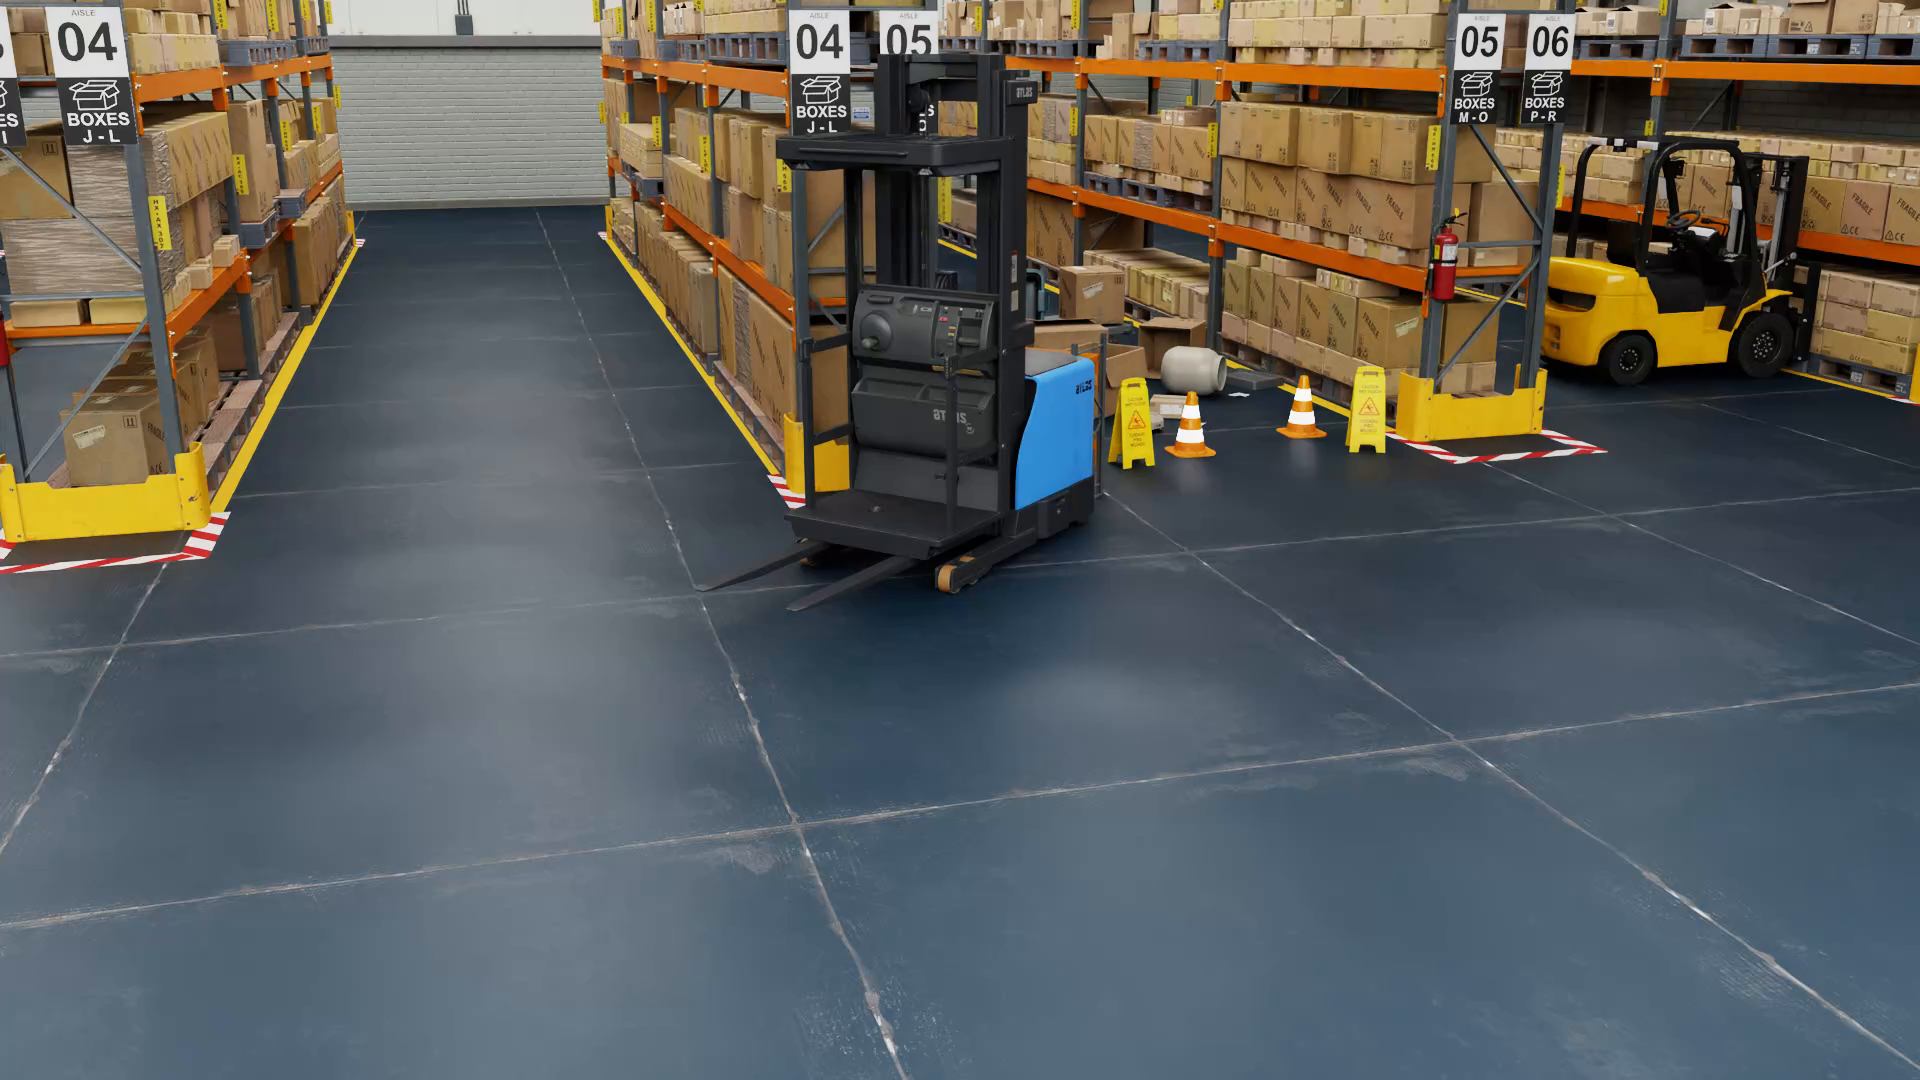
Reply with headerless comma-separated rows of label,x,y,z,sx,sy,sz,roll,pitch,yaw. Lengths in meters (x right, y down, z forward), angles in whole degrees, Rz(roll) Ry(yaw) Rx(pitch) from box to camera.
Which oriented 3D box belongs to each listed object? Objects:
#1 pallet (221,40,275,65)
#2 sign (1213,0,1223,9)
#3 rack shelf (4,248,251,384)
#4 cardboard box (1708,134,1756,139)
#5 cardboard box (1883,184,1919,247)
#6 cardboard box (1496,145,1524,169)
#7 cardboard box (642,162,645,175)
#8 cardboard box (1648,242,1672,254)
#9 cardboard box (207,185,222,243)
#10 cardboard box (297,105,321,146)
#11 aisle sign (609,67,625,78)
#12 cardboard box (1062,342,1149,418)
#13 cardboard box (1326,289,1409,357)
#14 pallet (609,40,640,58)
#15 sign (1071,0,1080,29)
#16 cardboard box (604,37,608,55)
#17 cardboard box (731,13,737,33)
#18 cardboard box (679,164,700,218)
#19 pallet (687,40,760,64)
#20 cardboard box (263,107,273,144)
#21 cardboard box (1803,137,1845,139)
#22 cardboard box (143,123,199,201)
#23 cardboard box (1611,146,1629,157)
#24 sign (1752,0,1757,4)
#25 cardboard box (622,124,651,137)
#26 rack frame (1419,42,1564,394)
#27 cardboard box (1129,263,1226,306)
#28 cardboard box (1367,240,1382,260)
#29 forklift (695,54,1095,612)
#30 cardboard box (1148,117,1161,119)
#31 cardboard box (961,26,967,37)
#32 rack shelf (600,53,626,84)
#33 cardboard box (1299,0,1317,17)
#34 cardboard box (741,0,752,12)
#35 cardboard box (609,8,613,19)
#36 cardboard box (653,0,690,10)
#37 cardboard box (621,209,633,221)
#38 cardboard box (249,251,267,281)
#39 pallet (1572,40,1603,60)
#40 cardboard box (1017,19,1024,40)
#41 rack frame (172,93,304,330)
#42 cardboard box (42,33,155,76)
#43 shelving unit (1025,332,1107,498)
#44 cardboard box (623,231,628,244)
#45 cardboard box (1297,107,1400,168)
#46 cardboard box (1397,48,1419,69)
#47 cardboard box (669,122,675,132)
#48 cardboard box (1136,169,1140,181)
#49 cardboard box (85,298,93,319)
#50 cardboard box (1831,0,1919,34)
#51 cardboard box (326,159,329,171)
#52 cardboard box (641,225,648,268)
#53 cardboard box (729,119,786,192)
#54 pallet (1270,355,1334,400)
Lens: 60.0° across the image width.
pallet,-6.895,-4.408,15.025,1.213,0.211,1.003,-5,17,-15
sign,2.456,-5.207,15.775,0.100,0.325,0.005,-5,17,-15
rack shelf,-5.990,-1.698,12.140,1.077,0.370,4.000,-5,17,-15
cardboard box,7.800,-4.027,16.825,0.380,0.149,0.250,-5,17,-16
cardboard box,8.472,-2.829,14.483,0.500,0.500,0.500,-5,17,-16
cardboard box,6.811,-4.620,20.009,0.500,0.250,0.500,-5,17,-17
cardboard box,-3.486,-4.316,19.313,0.380,0.149,0.250,-5,17,-15
cardboard box,7.591,-2.977,17.460,0.500,0.250,0.500,-5,17,-16
cardboard box,-6.476,-2.656,13.391,0.875,0.500,0.500,-5,17,-15
cardboard box,-8.624,-5.391,21.625,0.500,0.500,0.500,-5,17,-15
aisle sign,-5.349,-7.521,25.756,0.394,0.787,0.004,-5,17,-15
cardboard box,1.171,-1.363,14.114,0.637,0.503,0.797,11,20,32
cardboard box,3.470,-1.861,14.180,0.500,0.500,0.500,-4,17,-13
pallet,-3.874,-6.340,21.457,1.213,0.211,1.003,-5,17,-15
sign,1.353,-6.166,19.515,0.100,0.325,0.005,-5,17,-15
cardboard box,-5.023,-7.353,24.765,0.500,0.250,0.500,-4,17,-13
cardboard box,-1.552,-3.977,12.796,0.380,0.149,0.250,-4,17,-15
cardboard box,-2.563,-3.551,16.884,0.500,0.500,0.500,-5,17,-16
pallet,-2.042,-4.554,15.518,0.805,0.209,1.217,-5,18,-17
cardboard box,-7.824,-4.434,18.081,0.797,0.503,0.637,-4,17,-13
cardboard box,8.459,-3.852,16.244,0.380,0.149,0.250,-5,17,-16
cardboard box,-5.599,-2.609,11.495,0.500,0.500,0.500,-5,17,-15
cardboard box,7.364,-4.278,18.178,0.380,0.149,0.250,-5,17,-16
sign,8.293,-5.539,17.427,0.100,0.325,0.005,-5,17,-15
cardboard box,-4.193,-5.316,21.609,0.380,0.149,0.250,-4,17,-14
rack frame,4.088,-2.273,12.804,1.000,3.000,0.127,-5,17,-15
cardboard box,2.449,-2.857,18.588,0.950,0.372,0.625,-4,17,-13
cardboard box,3.553,-2.373,13.574,0.380,0.149,0.250,-5,17,-16
forklift,-0.329,-1.250,9.519,1.130,2.935,3.031,10,19,30
cardboard box,2.434,-4.631,19.234,0.500,0.500,0.500,-5,17,-16
cardboard box,0.234,-7.382,24.131,0.380,0.149,0.250,-4,17,-14
rack shelf,-4.491,-6.818,23.972,1.077,0.370,4.000,-5,17,-15
cardboard box,3.172,-4.608,14.416,0.380,0.149,0.250,-5,17,-16
cardboard box,-1.321,-4.000,12.181,0.500,0.250,0.500,-5,17,-16
cardboard box,-4.760,-7.457,23.547,0.380,0.149,0.250,-5,17,-16
cardboard box,-3.203,-6.009,18.523,0.396,0.266,0.258,-5,17,-15
cardboard box,-4.719,-4.726,24.163,0.380,0.149,0.250,-5,18,-17
cardboard box,-7.271,-2.746,16.656,0.500,0.250,0.500,-3,17,-9
pallet,7.244,-5.735,19.445,1.003,0.211,1.213,-4,17,-13
cardboard box,0.956,-6.632,21.607,0.396,0.266,0.258,-3,17,-11
rack frame,-7.639,-3.702,17.562,1.000,3.000,0.127,-5,17,-15
cardboard box,-5.324,-3.008,10.297,0.500,0.250,0.500,-4,17,-14
shelving unit,0.410,-0.865,11.378,1.048,1.125,0.538,9,19,28
cardboard box,-4.661,-4.376,24.032,0.380,0.149,0.250,-5,17,-15
cardboard box,3.363,-3.488,14.422,0.700,0.500,0.500,-5,17,-16
cardboard box,3.621,-3.732,12.884,0.380,0.149,0.250,-5,17,-15
cardboard box,-3.835,-5.520,22.923,0.500,0.500,0.500,-5,17,-16
cardboard box,2.188,-4.088,18.555,0.380,0.149,0.250,-4,17,-13
cardboard box,-5.785,-1.500,10.670,0.380,0.149,0.250,-5,17,-15
cardboard box,8.318,-4.794,14.906,0.700,0.500,0.500,-5,17,-15
cardboard box,-8.789,-5.085,22.603,0.380,0.149,0.250,-5,17,-16
cardboard box,-3.846,-3.805,21.520,0.500,0.500,0.500,-4,17,-13
cardboard box,-1.396,-3.141,13.556,0.875,0.550,0.550,-5,17,-15
pallet,3.546,-1.522,15.153,1.003,0.211,1.213,-5,17,-15
